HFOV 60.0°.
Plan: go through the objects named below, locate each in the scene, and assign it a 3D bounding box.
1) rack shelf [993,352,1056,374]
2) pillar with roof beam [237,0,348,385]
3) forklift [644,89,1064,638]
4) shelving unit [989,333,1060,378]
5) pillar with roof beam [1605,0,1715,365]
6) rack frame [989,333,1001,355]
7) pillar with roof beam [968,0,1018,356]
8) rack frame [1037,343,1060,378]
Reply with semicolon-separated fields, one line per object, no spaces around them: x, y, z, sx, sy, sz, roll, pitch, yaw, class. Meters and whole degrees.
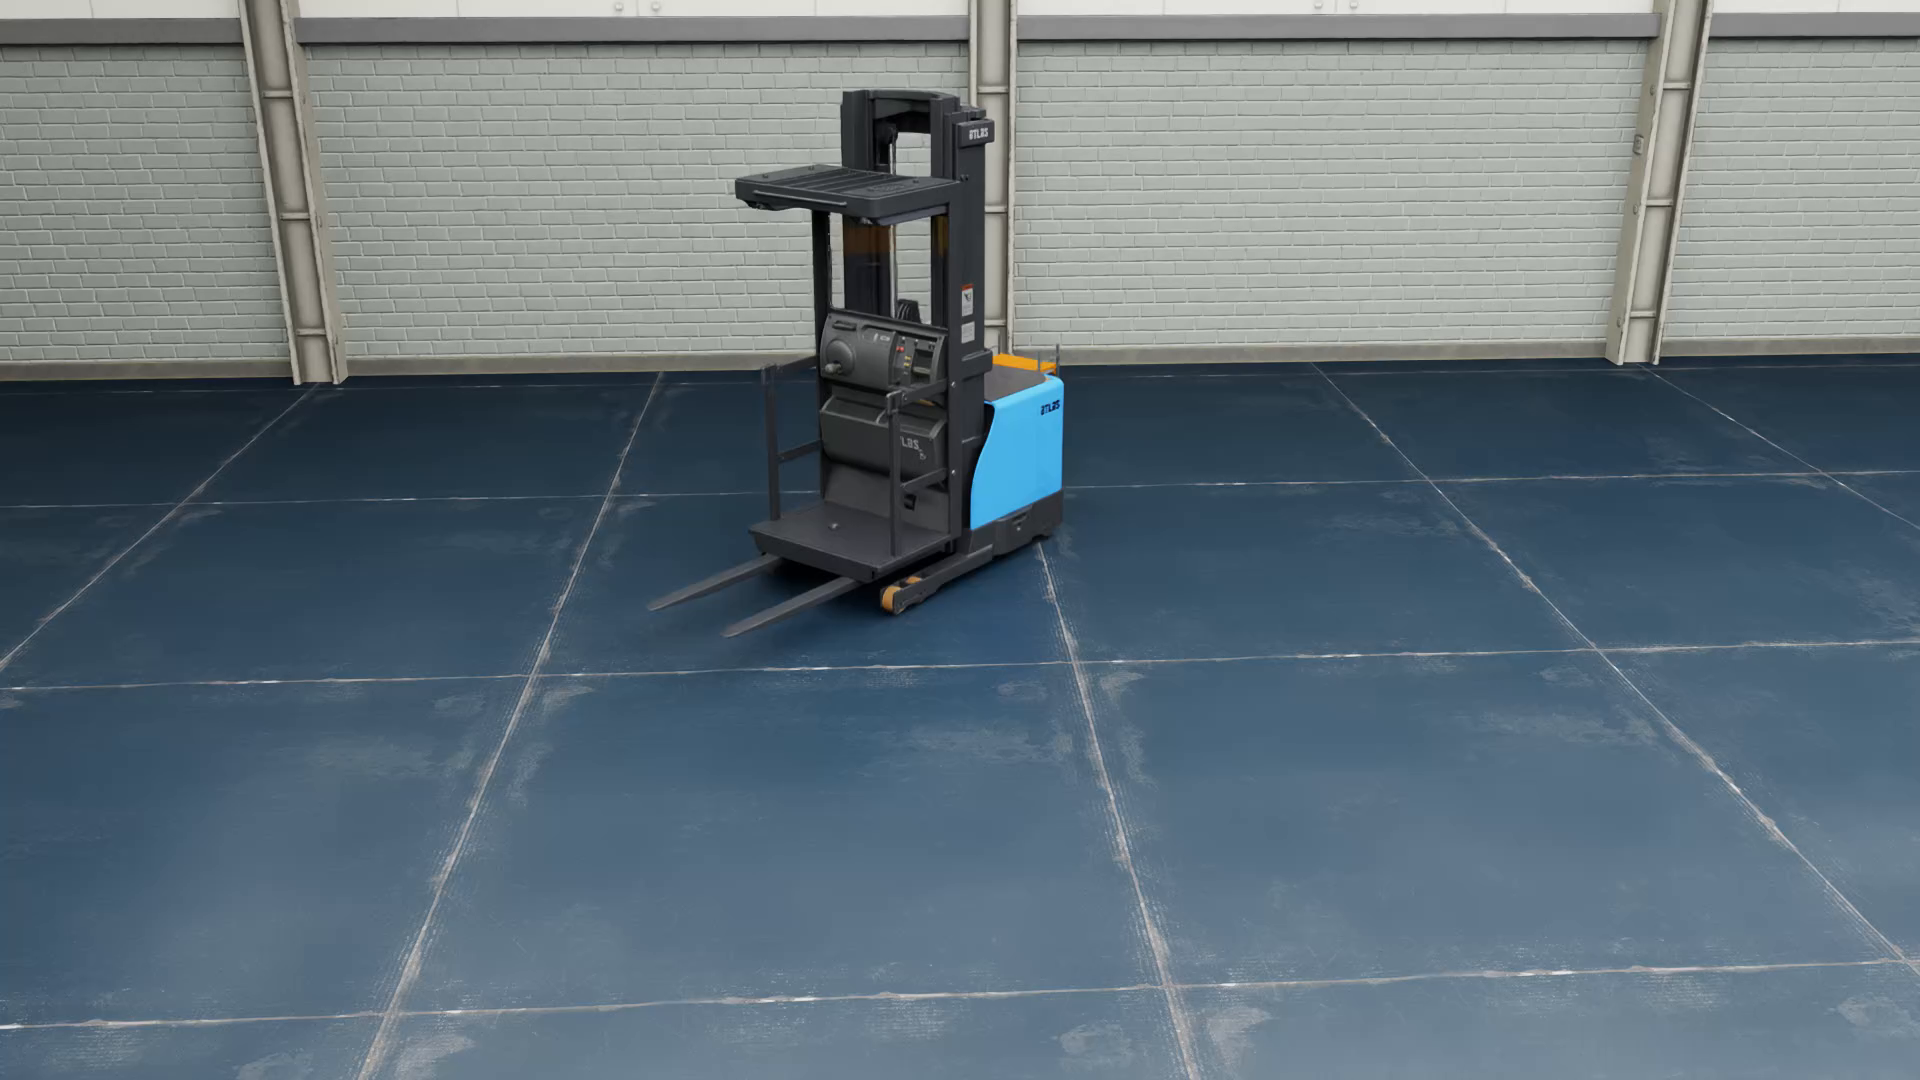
0.401;-1.153;11.359;0.480;0.148;0.258;15;26;35;rack shelf
-5.470;-4.111;9.272;0.400;9.000;9.100;-1;21;-3;pillar with roof beam
-0.607;-1.126;9.960;1.130;2.935;3.031;16;26;35;forklift
0.401;-0.786;11.499;0.503;1.200;0.258;15;26;35;shelving unit
6.511;-4.355;9.912;0.400;9.000;9.100;-1;21;-3;pillar with roof beam
0.207;-0.839;11.638;0.015;1.200;0.240;15;26;35;rack frame
0.520;-4.233;9.592;0.400;9.000;9.100;-1;21;-3;pillar with roof beam
0.594;-0.733;11.360;0.015;1.200;0.240;15;26;35;rack frame
